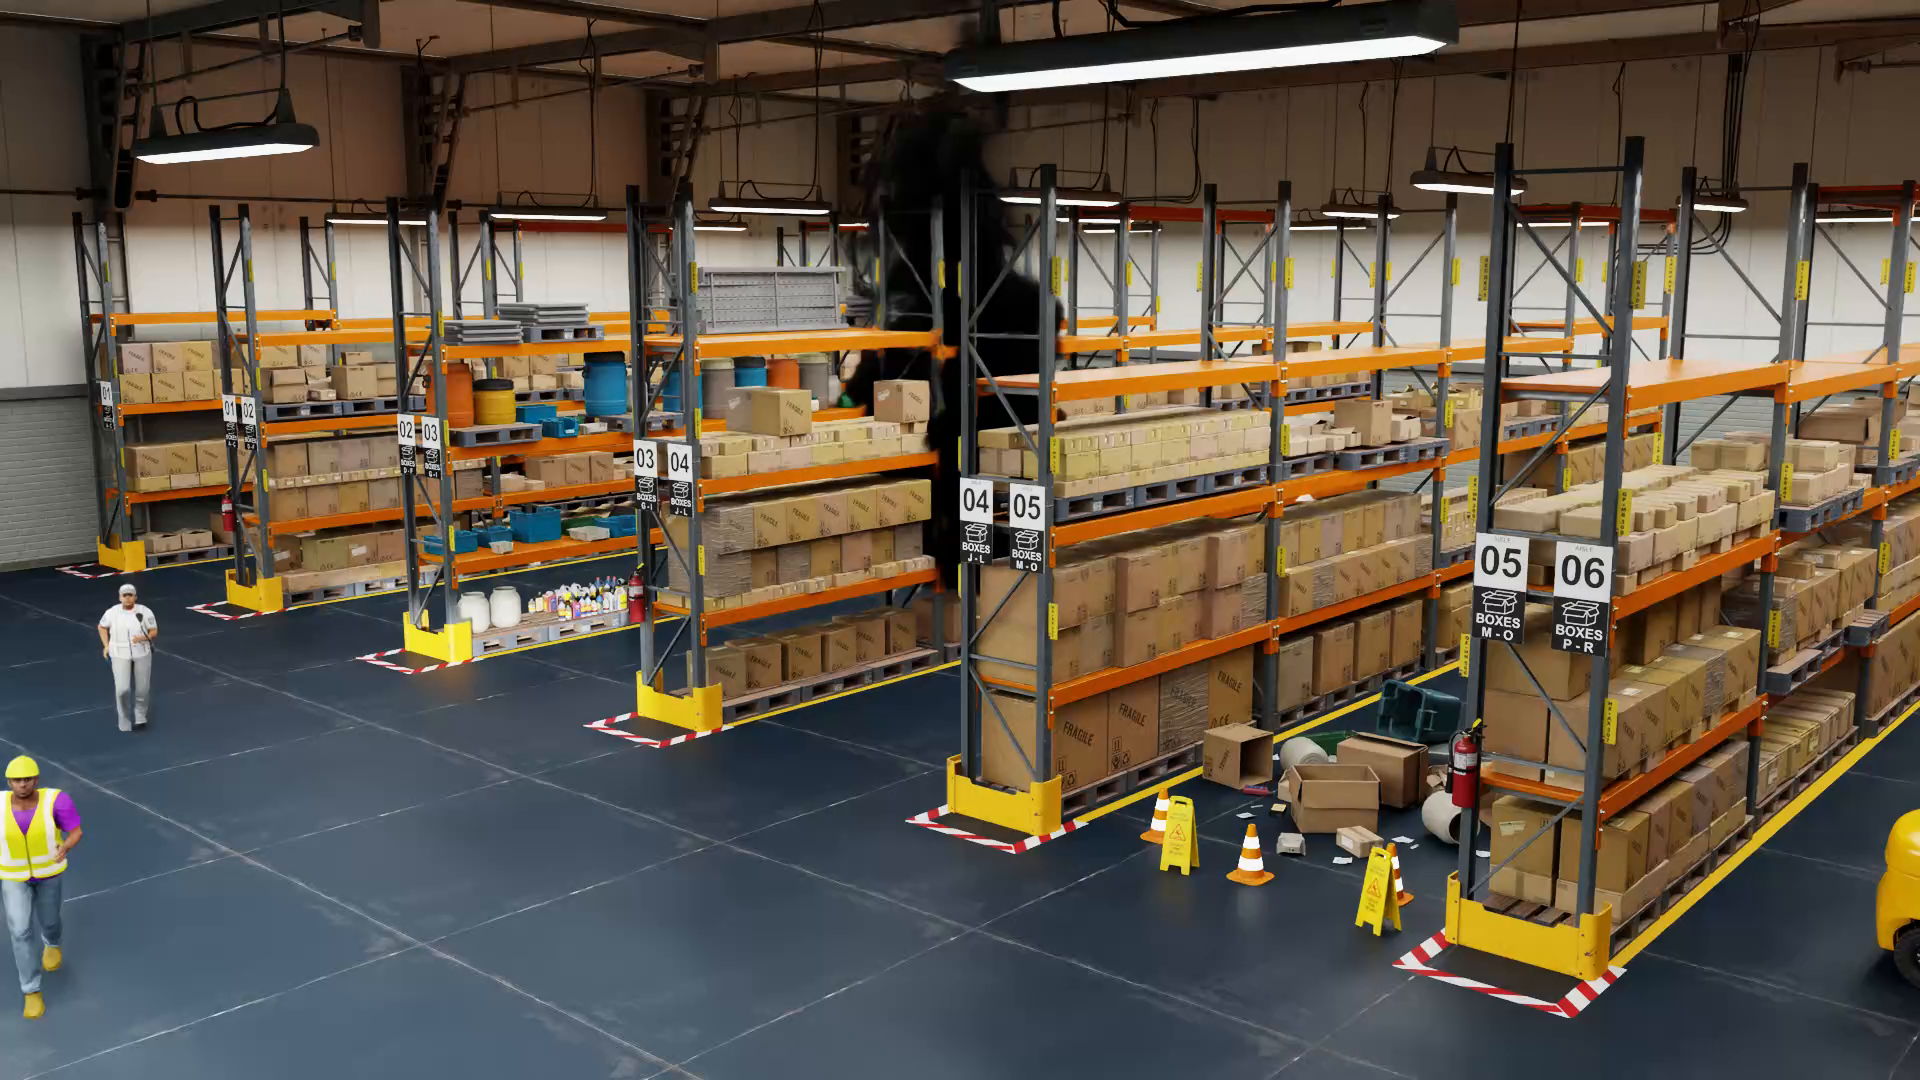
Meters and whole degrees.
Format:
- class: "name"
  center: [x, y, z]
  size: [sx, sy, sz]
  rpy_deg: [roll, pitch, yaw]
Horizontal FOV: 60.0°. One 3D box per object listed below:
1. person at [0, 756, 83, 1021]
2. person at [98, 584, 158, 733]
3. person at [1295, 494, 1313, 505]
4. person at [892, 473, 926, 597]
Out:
- class: "person"
  center: [-6.555, 2.364, 11.776]
  size: [0.646, 1.779, 0.971]
  rpy_deg: [-5, 11, -29]
- class: "person"
  center: [-9.187, 1.310, 18.429]
  size: [0.578, 1.660, 0.660]
  rpy_deg: [-5, 11, -29]
- class: "person"
  center: [4.617, 0.258, 22.528]
  size: [0.653, 1.804, 0.899]
  rpy_deg: [7, 12, 37]
- class: "person"
  center: [-0.807, -0.075, 24.432]
  size: [0.687, 1.821, 0.925]
  rpy_deg: [5, 11, 29]
